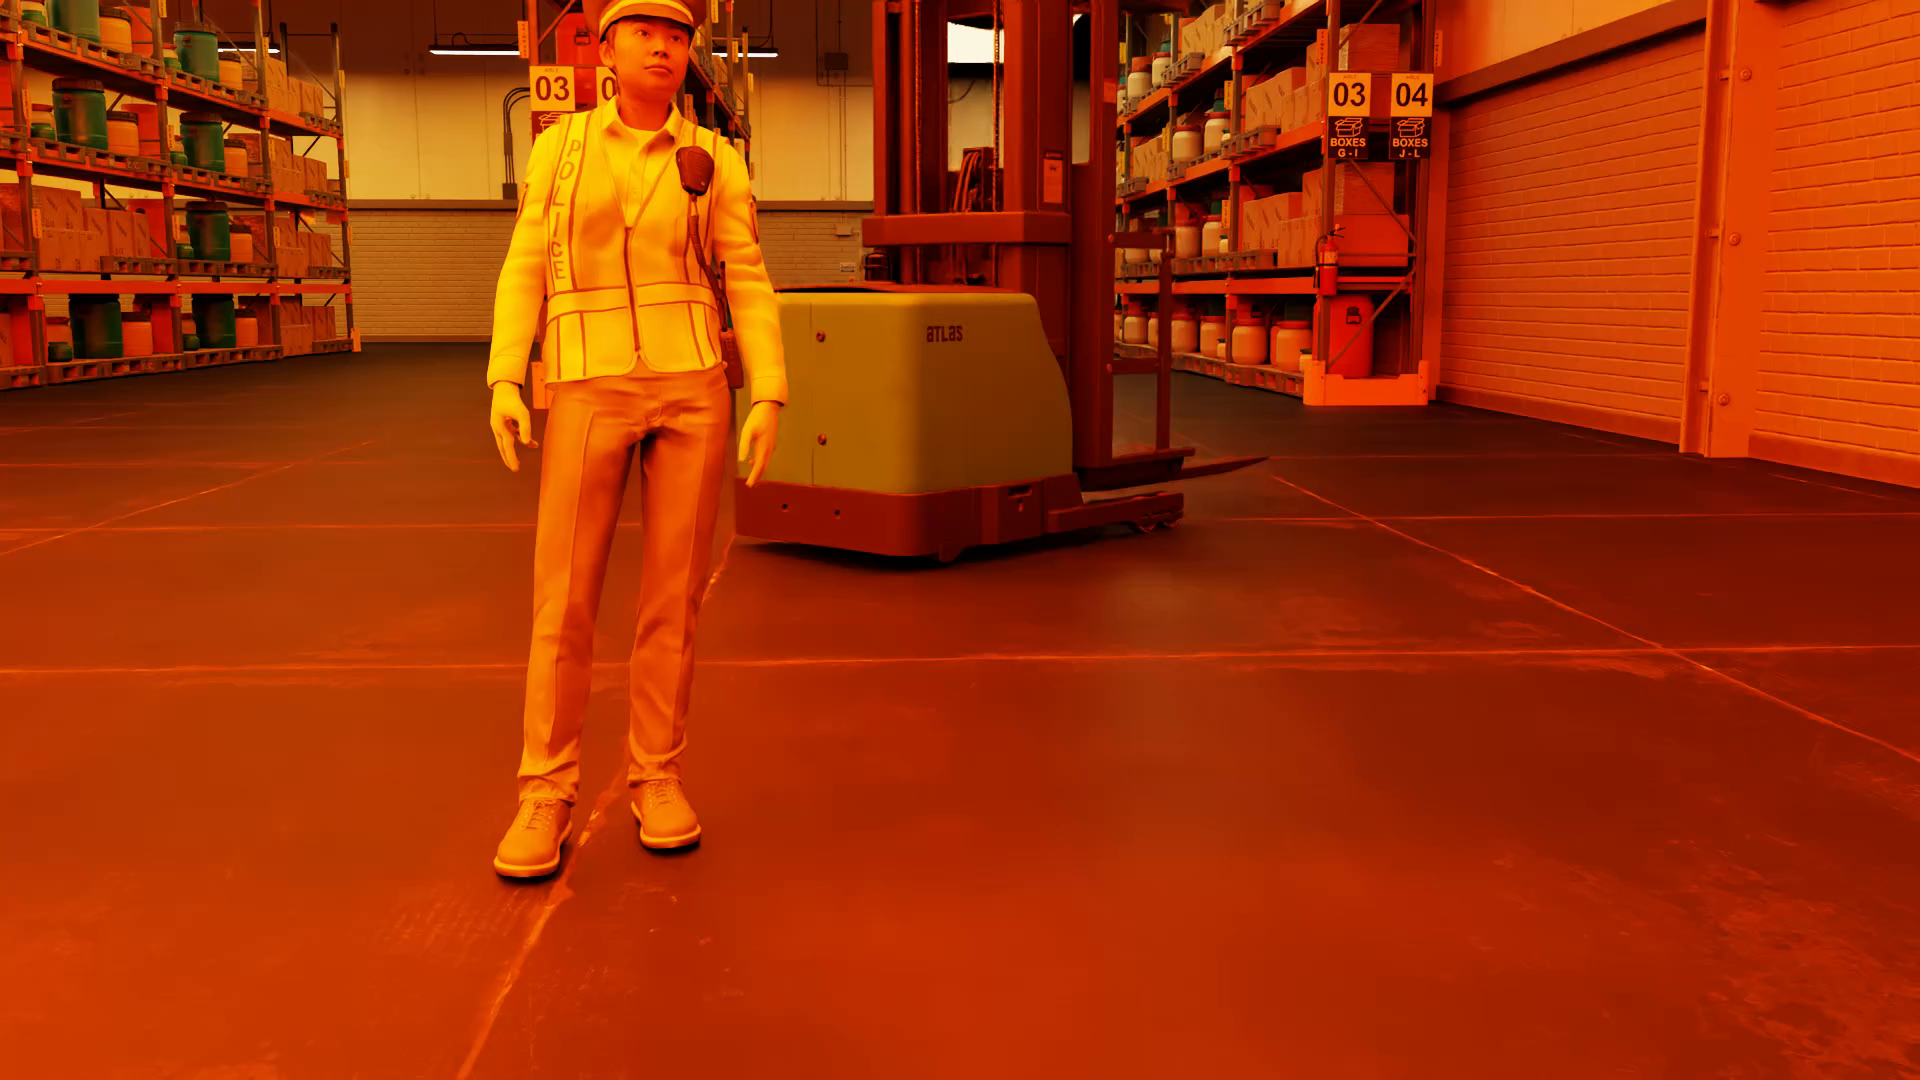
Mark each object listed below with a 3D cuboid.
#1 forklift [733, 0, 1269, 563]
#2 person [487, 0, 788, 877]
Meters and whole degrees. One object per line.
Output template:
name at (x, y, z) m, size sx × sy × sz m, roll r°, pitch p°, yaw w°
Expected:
forklift at (0.386, -1.527, 7.616) m, size 1.130 × 2.935 × 3.031 m, roll 7°, pitch 11°, yaw 40°
person at (-0.621, -0.256, 3.216) m, size 0.586 × 1.695 × 0.532 m, roll -2°, pitch 9°, yaw -12°
